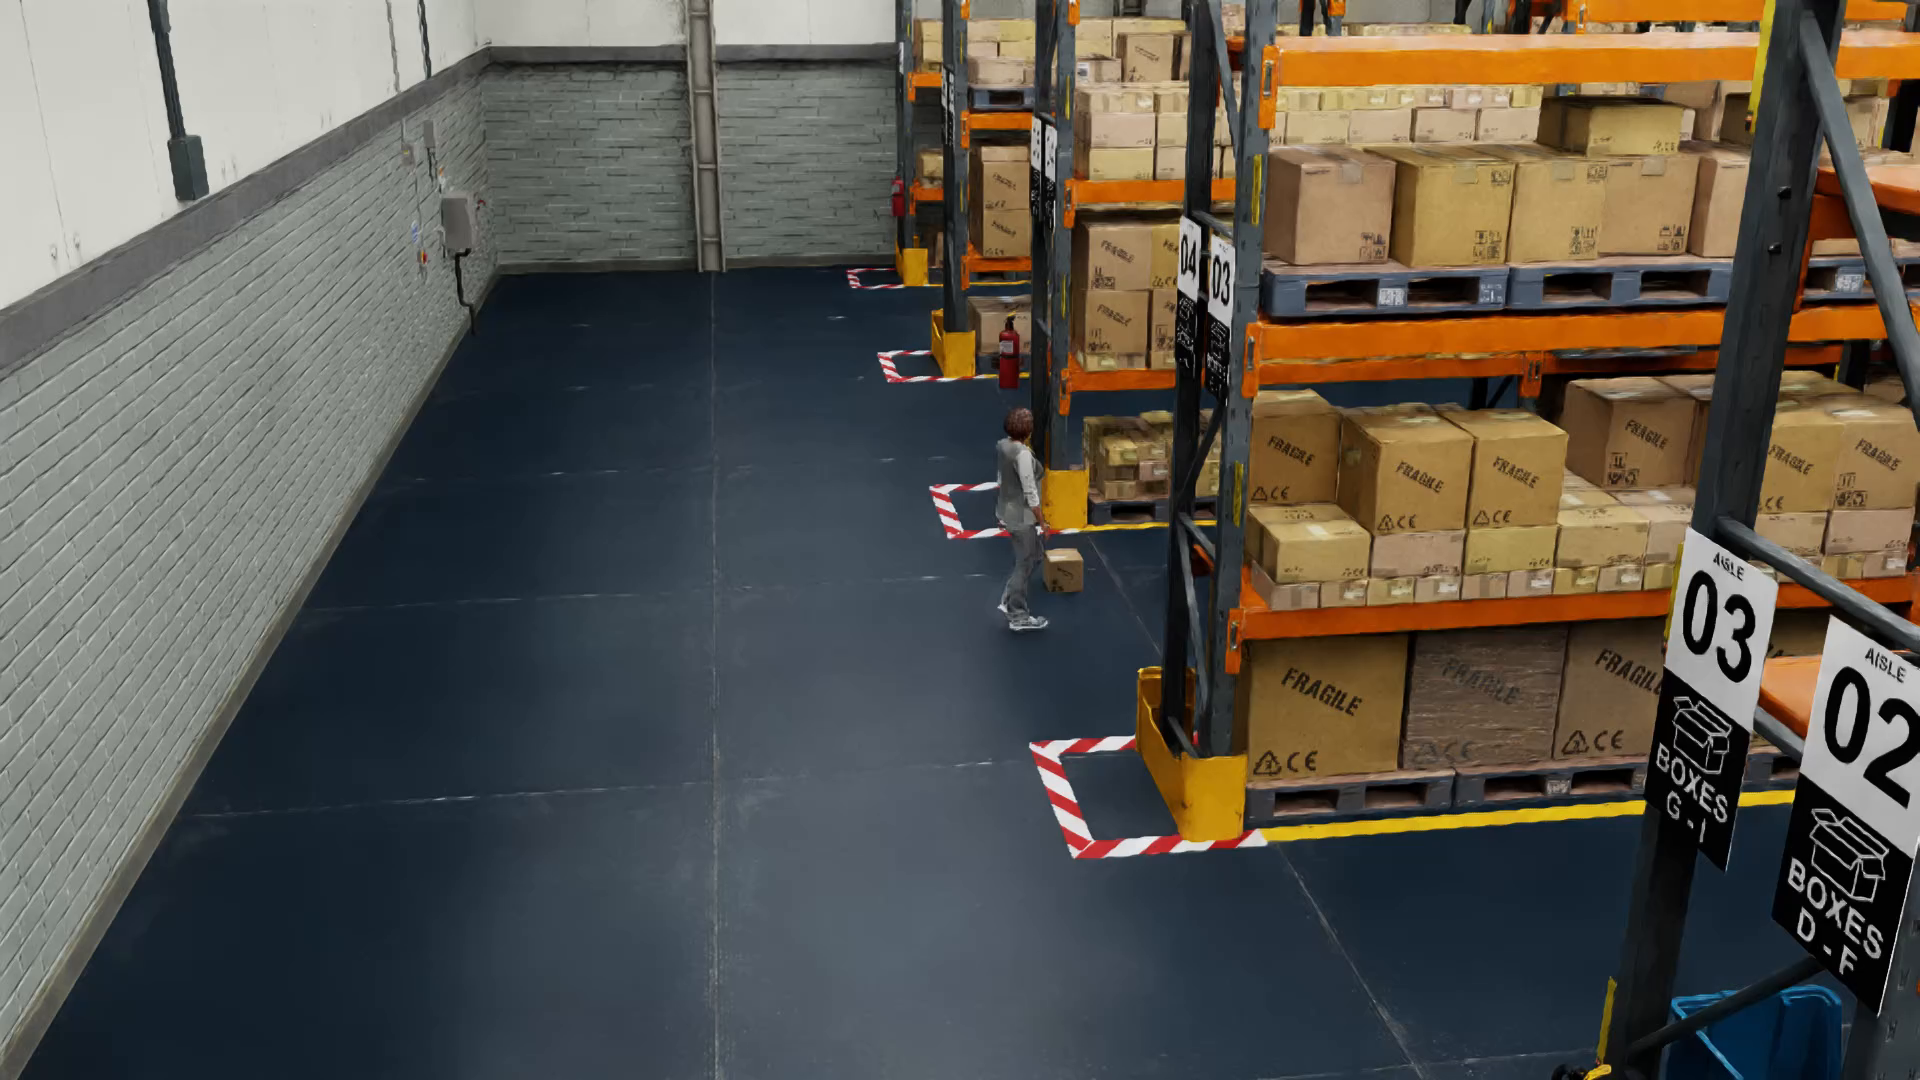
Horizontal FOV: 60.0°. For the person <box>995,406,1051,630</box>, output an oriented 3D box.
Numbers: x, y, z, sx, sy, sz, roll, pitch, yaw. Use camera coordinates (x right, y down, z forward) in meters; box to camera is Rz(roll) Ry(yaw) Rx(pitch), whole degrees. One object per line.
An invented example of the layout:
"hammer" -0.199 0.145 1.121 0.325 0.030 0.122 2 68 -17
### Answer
"person" 0.433 -0.142 11.415 0.376 1.605 0.431 -6 21 -16
